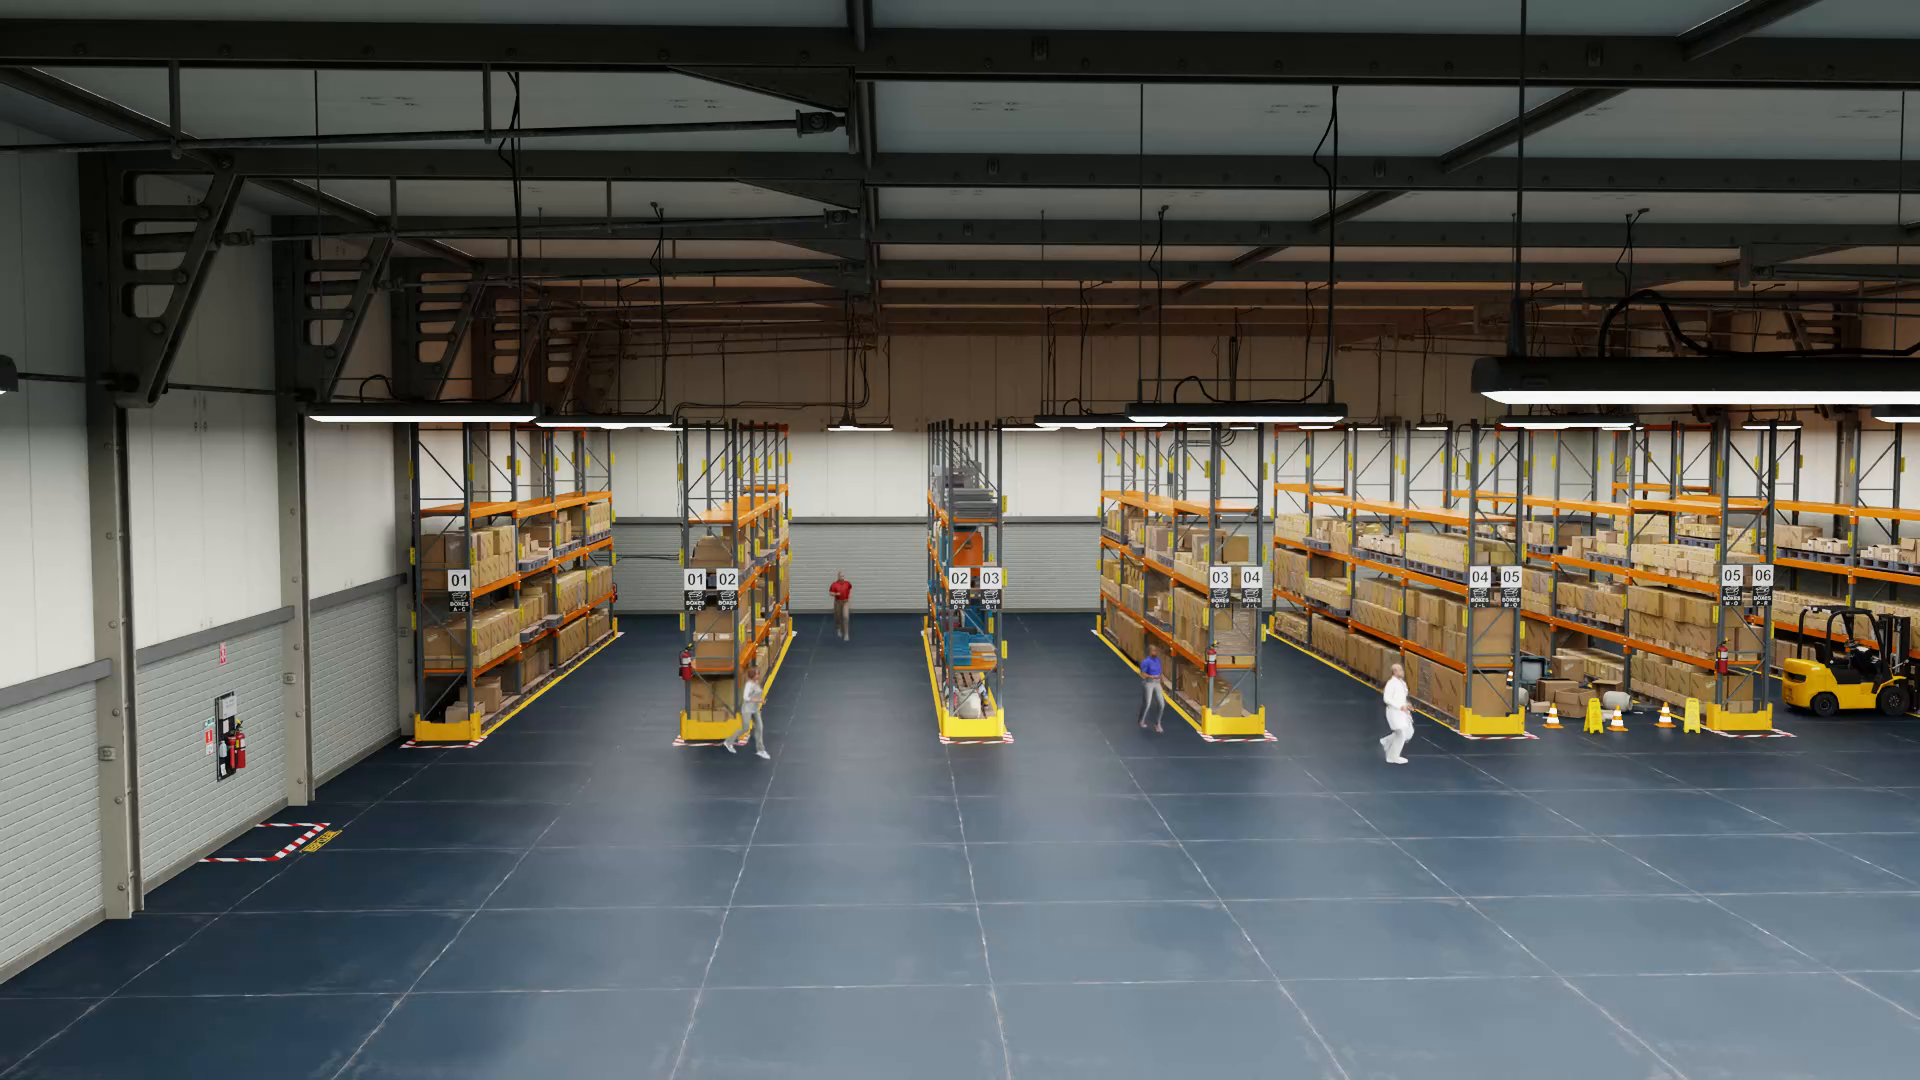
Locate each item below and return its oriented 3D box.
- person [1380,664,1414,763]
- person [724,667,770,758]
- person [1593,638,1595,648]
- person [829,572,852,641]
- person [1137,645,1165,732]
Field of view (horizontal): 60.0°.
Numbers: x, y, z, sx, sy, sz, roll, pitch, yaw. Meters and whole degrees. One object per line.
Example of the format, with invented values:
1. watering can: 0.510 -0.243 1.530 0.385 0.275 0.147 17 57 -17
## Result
1. person: 7.571 3.045 28.837 0.632 1.650 0.690 3 4 35
2. person: -3.747 3.050 29.391 0.864 1.589 0.518 1 4 21
3. person: 16.480 2.085 43.384 0.736 1.744 0.736 0 4 -1
4. person: -3.168 1.754 44.356 0.649 1.802 0.818 -1 4 -9
5. person: 3.701 2.871 31.995 0.595 1.734 0.731 -2 4 -29
